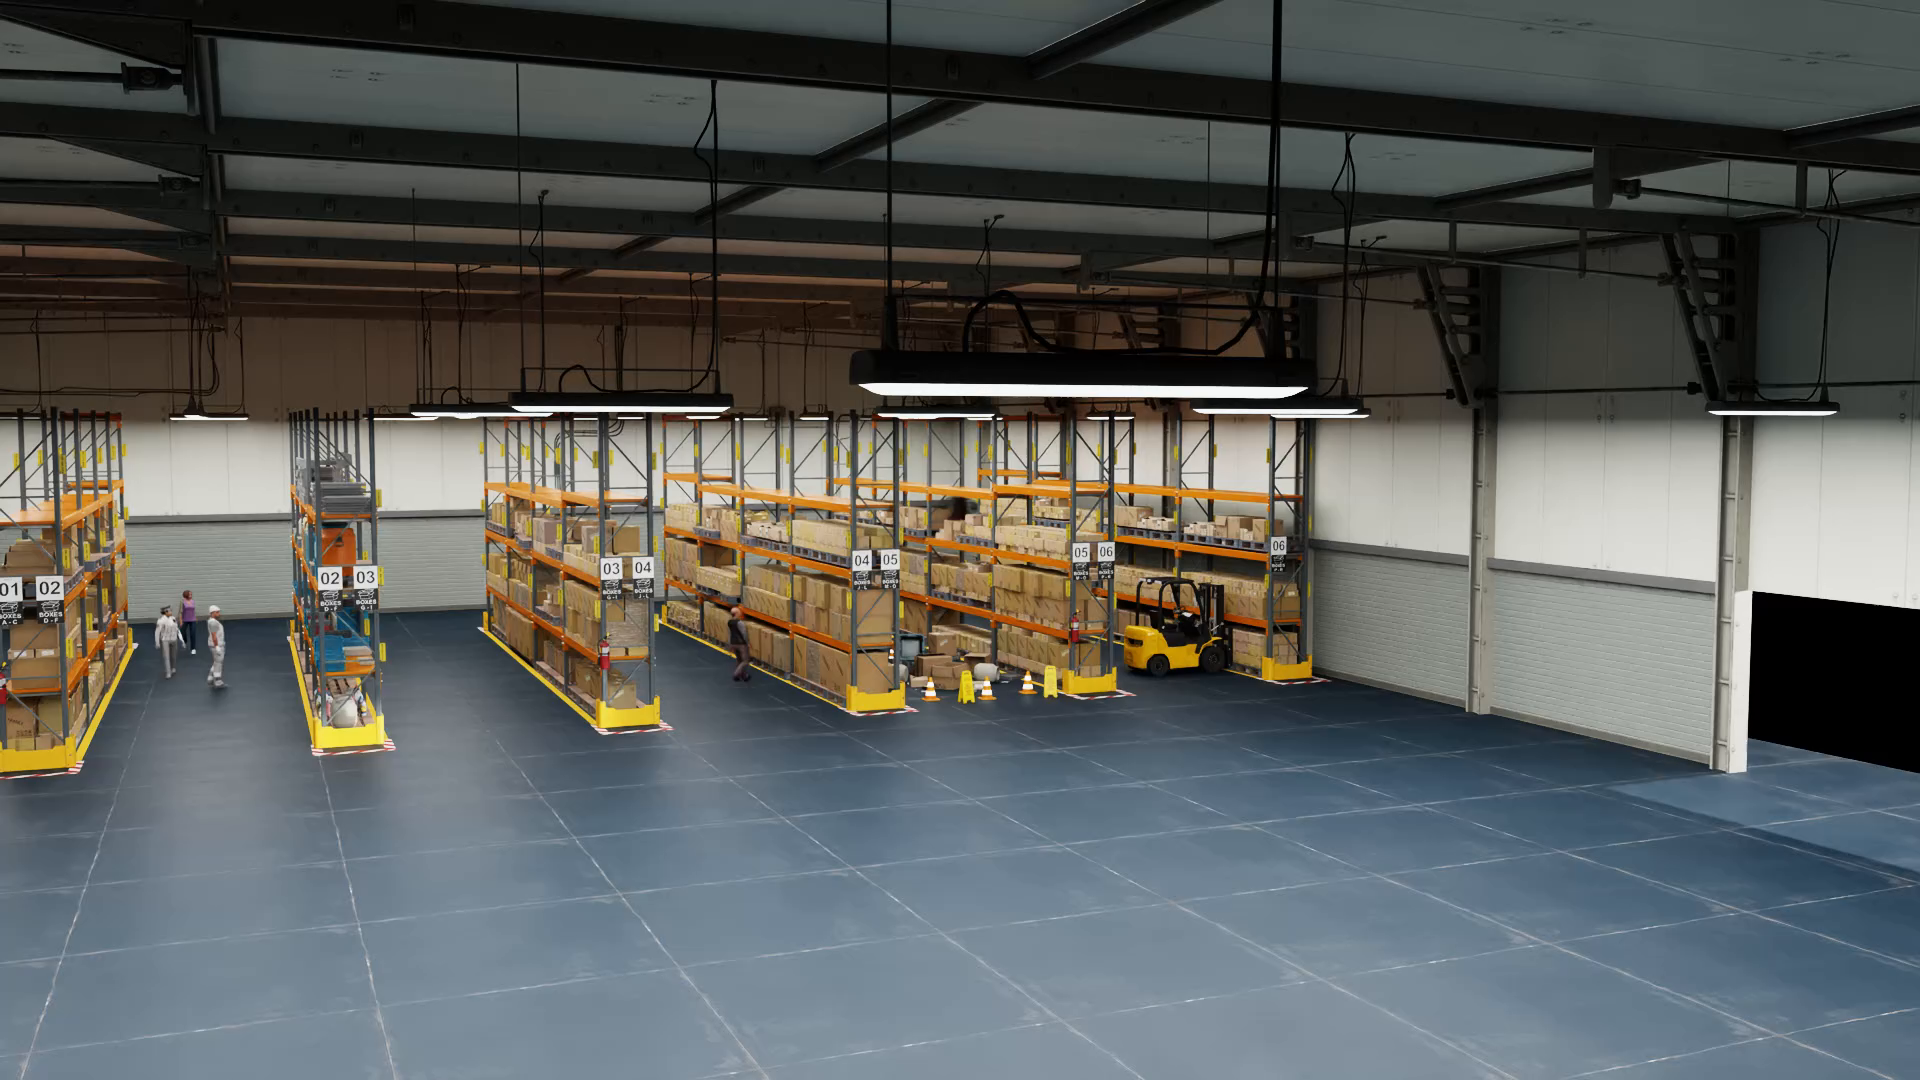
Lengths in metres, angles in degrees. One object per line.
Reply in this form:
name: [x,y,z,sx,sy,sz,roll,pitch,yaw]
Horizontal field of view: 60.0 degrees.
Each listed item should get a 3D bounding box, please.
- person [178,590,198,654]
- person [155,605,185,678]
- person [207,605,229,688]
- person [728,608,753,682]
person: [-19.154,2.037,41.282,0.444,1.569,0.473,-2,4,-27]
person: [-17.838,2.273,37.523,0.594,1.633,0.974,-3,5,-32]
person: [-16.051,2.303,35.947,0.426,1.792,0.569,-4,5,-42]
person: [-4.811,2.324,36.677,0.574,1.694,0.858,3,5,37]
